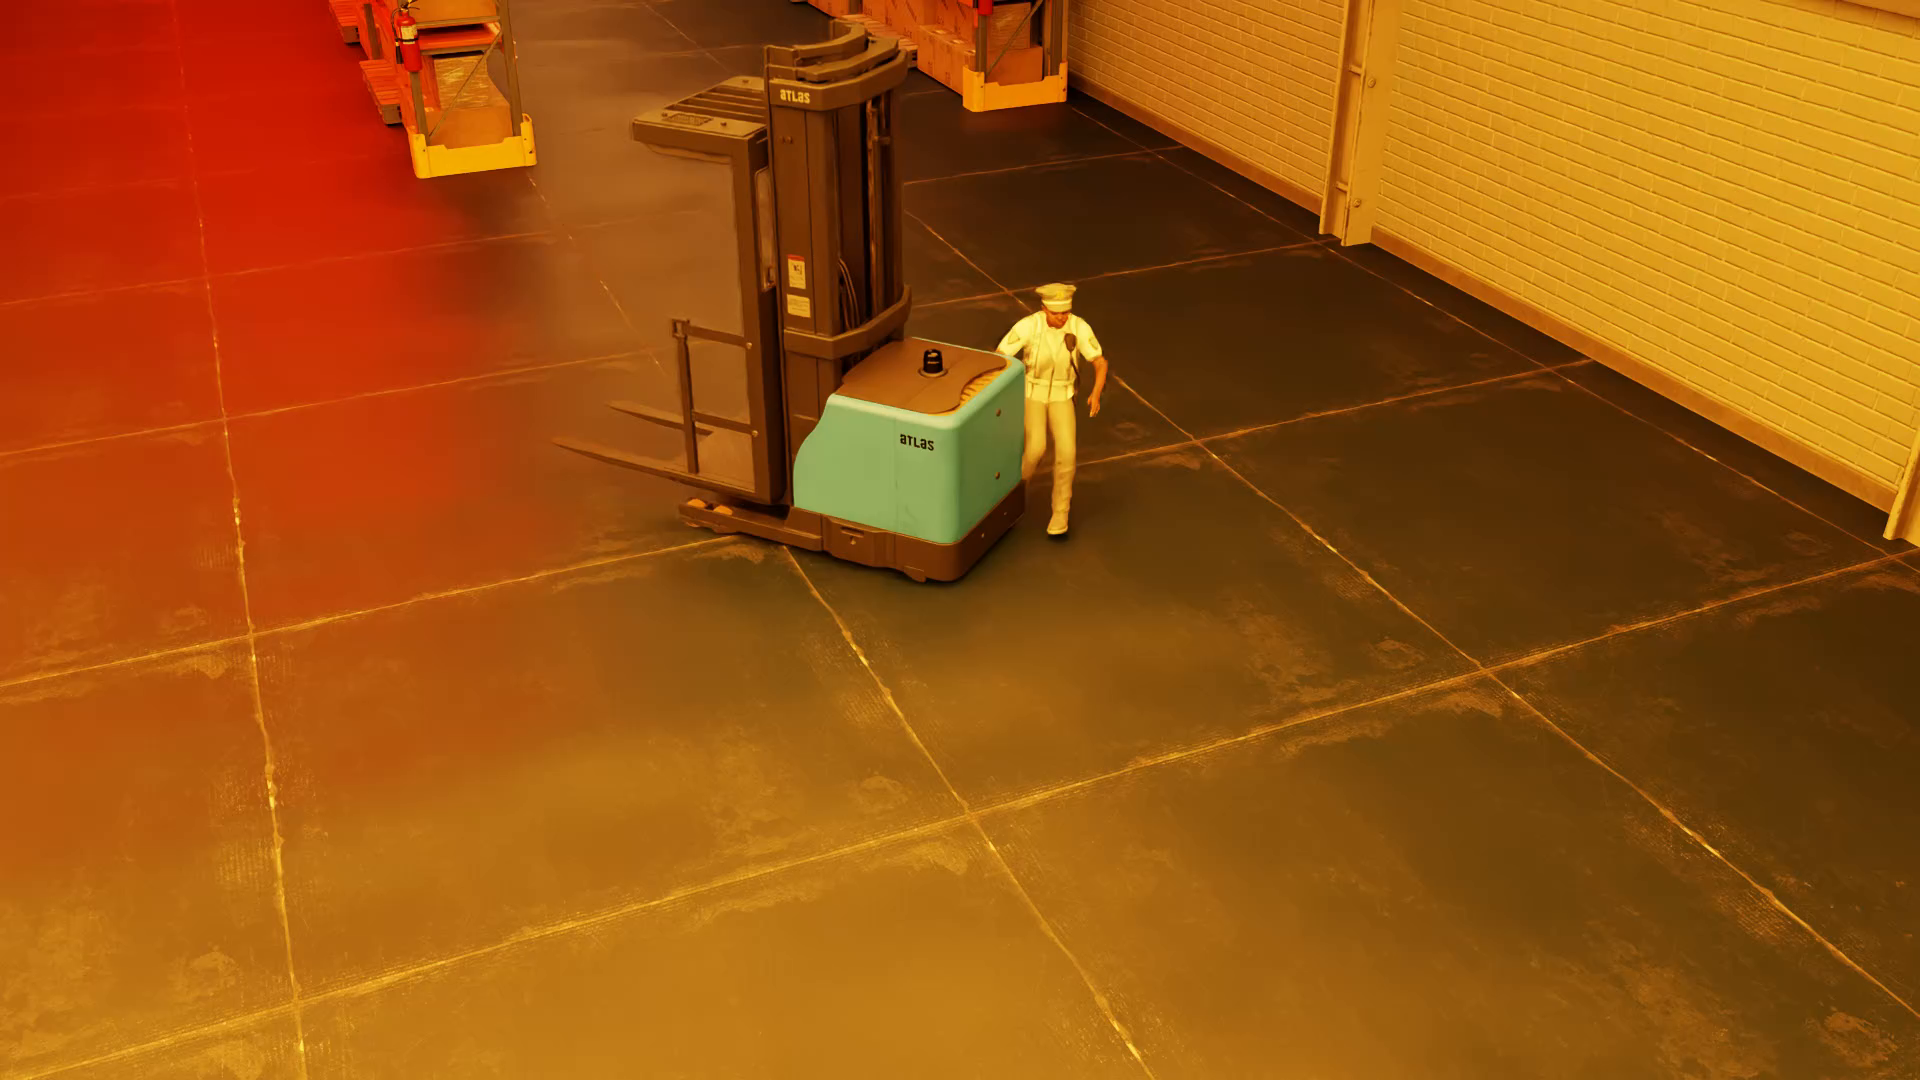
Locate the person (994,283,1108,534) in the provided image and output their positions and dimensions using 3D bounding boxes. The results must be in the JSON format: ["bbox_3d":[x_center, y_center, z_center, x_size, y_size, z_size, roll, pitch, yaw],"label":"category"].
[{"bbox_3d":[0.569,-0.788,10.030,0.730,1.465,0.815,-6,30,-10],"label":"person"}]

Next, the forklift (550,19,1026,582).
[{"bbox_3d":[-1.150,-1.528,9.791,3.031,2.935,1.130,14,33,23],"label":"forklift"}]
